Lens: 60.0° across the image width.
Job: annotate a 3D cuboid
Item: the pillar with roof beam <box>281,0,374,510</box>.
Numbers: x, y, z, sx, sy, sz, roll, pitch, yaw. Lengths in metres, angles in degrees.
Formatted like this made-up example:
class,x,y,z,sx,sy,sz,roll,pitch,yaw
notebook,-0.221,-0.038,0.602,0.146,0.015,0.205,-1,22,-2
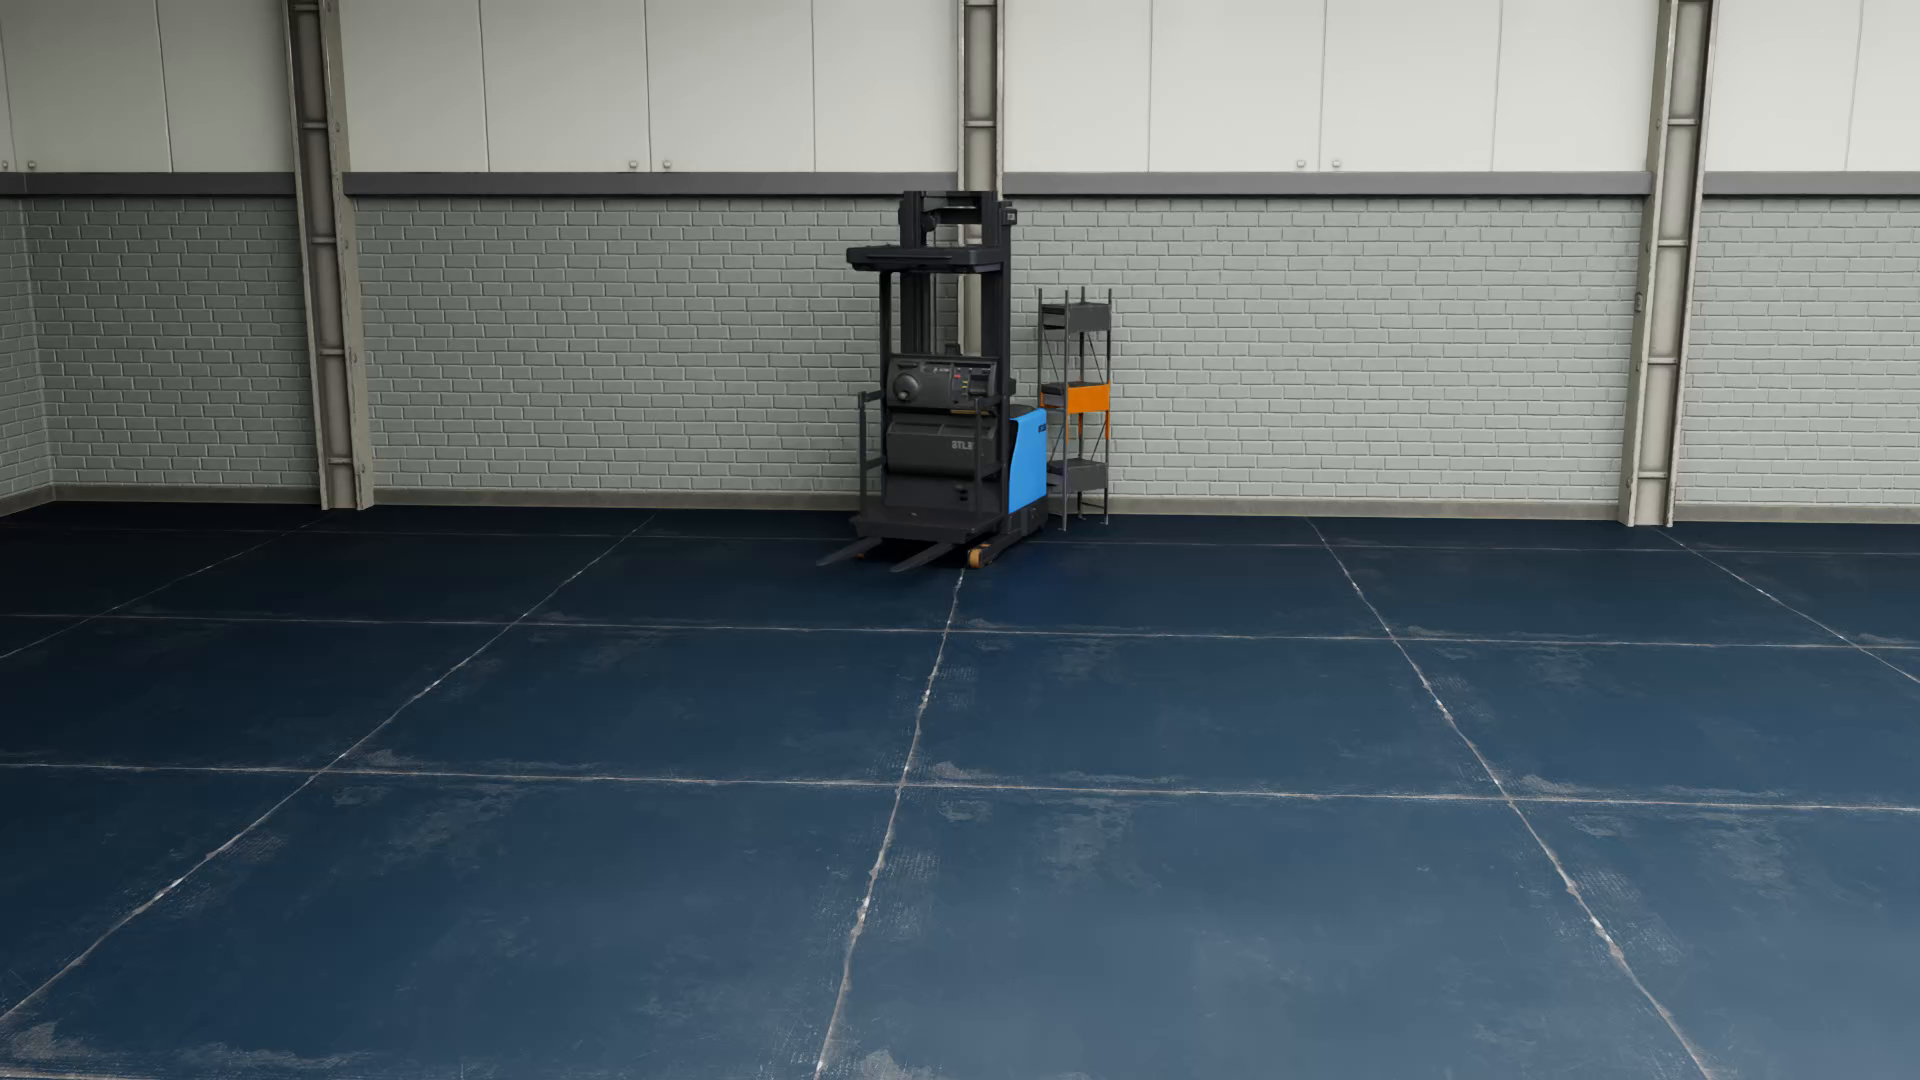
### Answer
class,x,y,z,sx,sy,sz,roll,pitch,yaw
pillar with roof beam,-6.089,-3.841,10.652,0.400,9.000,9.100,1,12,4

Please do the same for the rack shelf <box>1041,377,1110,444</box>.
class,x,y,z,sx,sy,sz,roll,pitch,yaw
rack shelf,1.006,-1.154,14.723,0.480,0.518,0.431,-8,14,-35

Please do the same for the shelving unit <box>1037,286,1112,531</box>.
class,x,y,z,sx,sy,sz,roll,pitch,yaw
shelving unit,1.006,-1.167,14.720,0.503,2.100,0.431,-8,14,-35

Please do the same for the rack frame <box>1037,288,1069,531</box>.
class,x,y,z,sx,sy,sz,roll,pitch,yaw
rack frame,0.808,-1.138,14.580,0.015,2.100,0.400,-8,14,-35

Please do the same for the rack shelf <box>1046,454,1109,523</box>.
class,x,y,z,sx,sy,sz,roll,pitch,yaw
rack shelf,1.006,-0.469,14.866,0.480,0.518,0.431,-8,14,-35

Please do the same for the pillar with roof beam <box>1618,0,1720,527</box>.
class,x,y,z,sx,sy,sz,roll,pitch,yaw
pillar with roof beam,5.884,-3.677,9.867,0.400,9.000,9.100,1,12,4

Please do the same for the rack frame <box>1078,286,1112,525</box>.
class,x,y,z,sx,sy,sz,roll,pitch,yaw
rack frame,1.203,-1.197,14.860,0.015,2.100,0.400,-8,14,-35

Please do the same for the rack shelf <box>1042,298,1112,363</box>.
class,x,y,z,sx,sy,sz,roll,pitch,yaw
rack shelf,1.006,-1.839,14.580,0.480,0.518,0.431,-8,14,-35

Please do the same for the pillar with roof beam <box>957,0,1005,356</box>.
class,x,y,z,sx,sy,sz,roll,pitch,yaw
pillar with roof beam,-0.103,-3.759,10.259,0.400,9.000,9.100,1,12,4

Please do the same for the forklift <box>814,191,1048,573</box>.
class,x,y,z,sx,sy,sz,roll,pitch,yaw
forklift,-0.225,-1.299,13.320,1.130,2.935,3.031,4,13,21
